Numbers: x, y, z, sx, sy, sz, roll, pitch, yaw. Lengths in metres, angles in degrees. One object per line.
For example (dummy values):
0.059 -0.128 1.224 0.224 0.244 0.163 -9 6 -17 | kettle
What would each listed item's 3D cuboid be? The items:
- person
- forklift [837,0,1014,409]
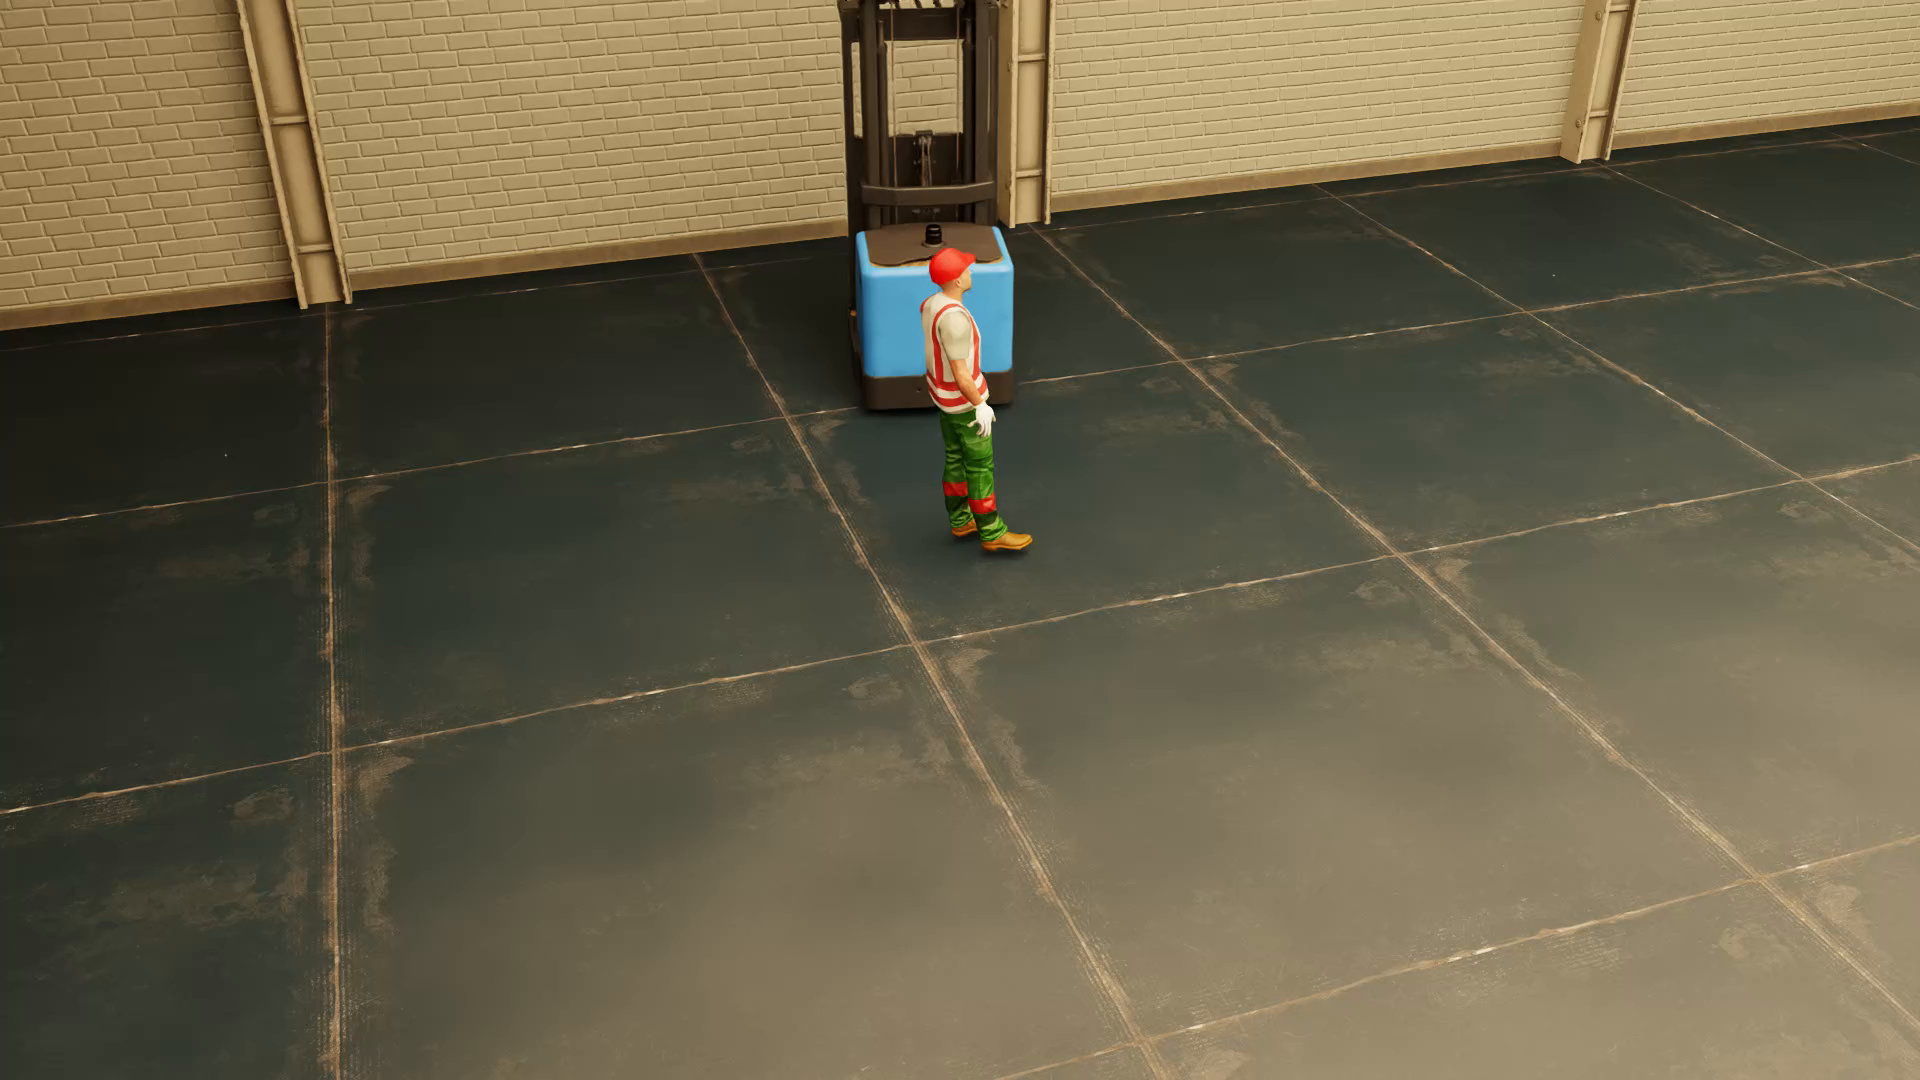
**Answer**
0.079 -0.823 9.568 0.564 1.786 0.638 -10 31 -16 | person
-0.300 -2.879 12.091 1.130 2.935 3.031 -3 30 -5 | forklift
